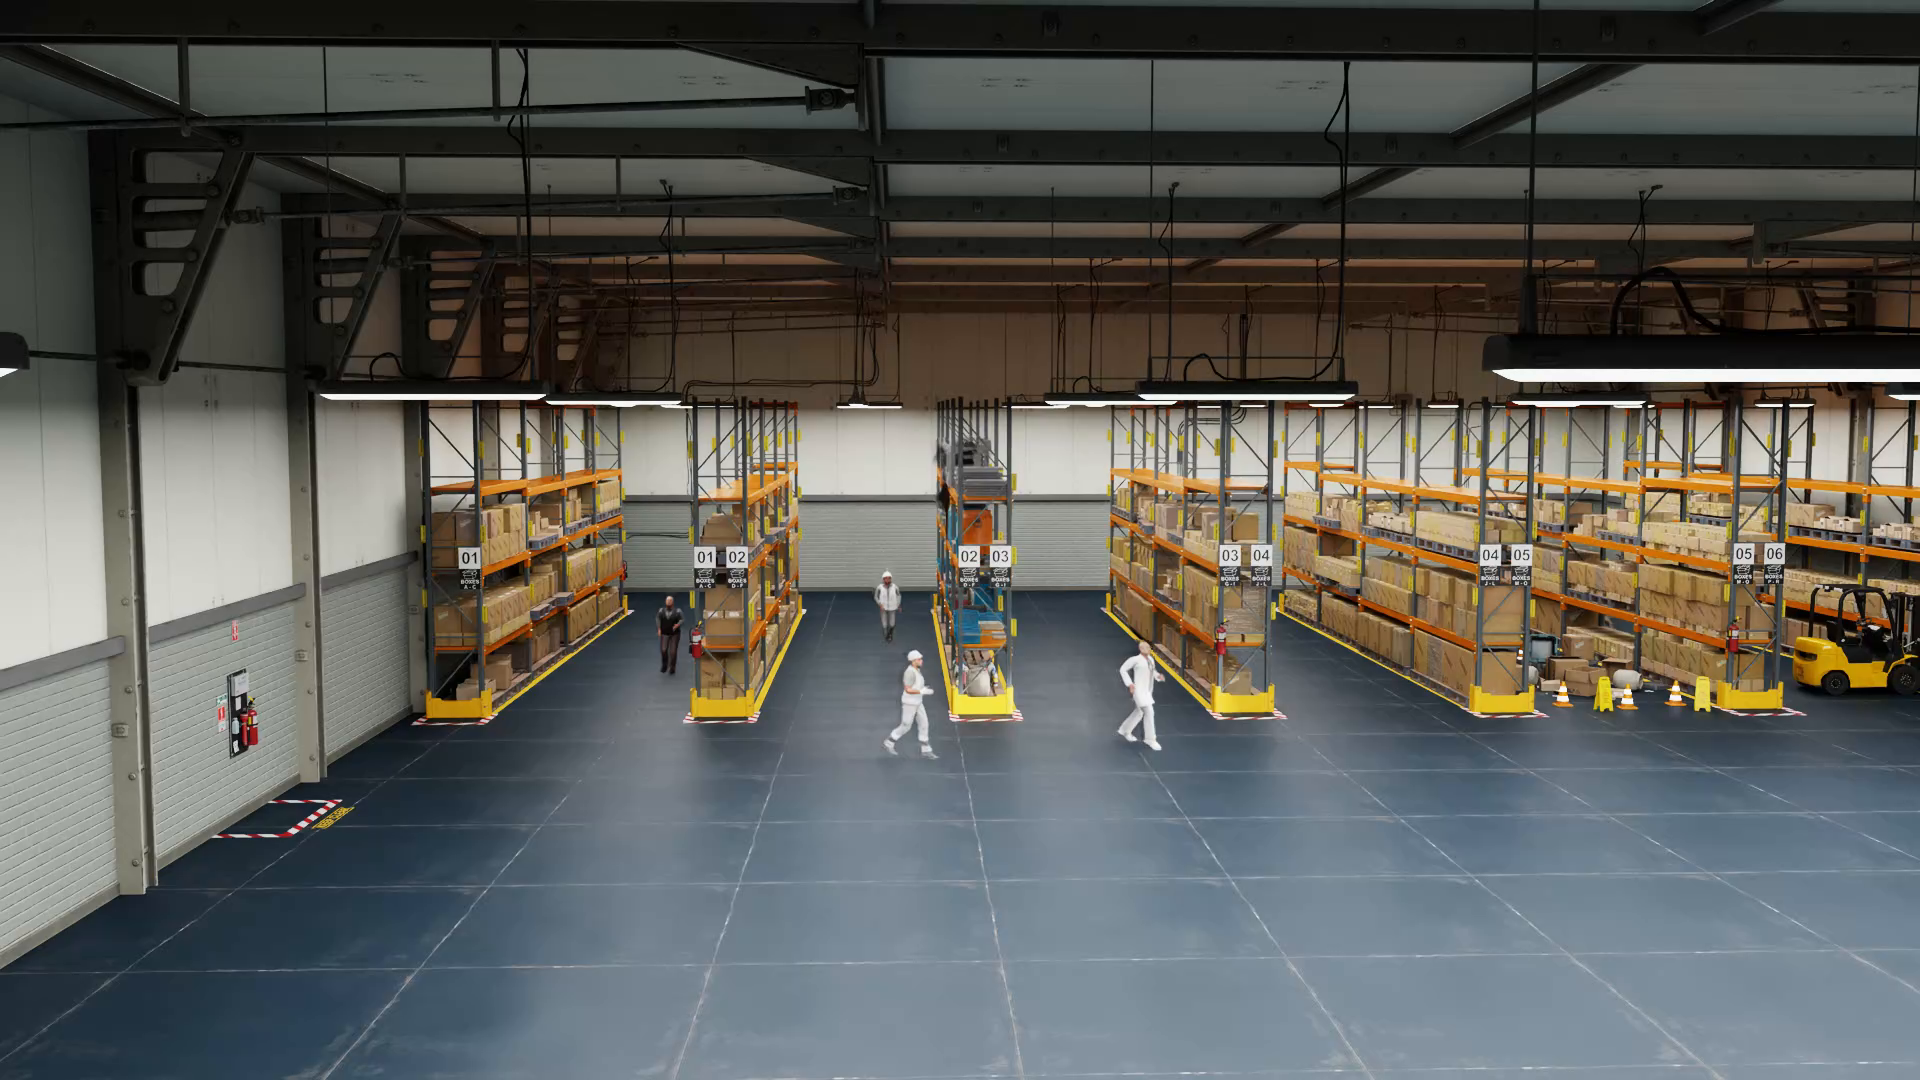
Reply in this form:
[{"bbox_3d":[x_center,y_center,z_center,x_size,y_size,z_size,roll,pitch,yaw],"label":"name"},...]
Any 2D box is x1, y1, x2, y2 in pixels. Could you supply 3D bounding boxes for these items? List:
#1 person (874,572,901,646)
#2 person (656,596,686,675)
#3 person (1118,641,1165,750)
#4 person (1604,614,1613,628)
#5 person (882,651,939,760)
[{"bbox_3d":[-1.670,1.598,38.565,0.646,1.731,0.559,-1,4,-8],"label":"person"},{"bbox_3d":[-6.299,2.078,36.152,0.661,1.708,0.677,0,4,-4],"label":"person"},{"bbox_3d":[3.102,2.636,28.480,0.919,1.828,0.694,3,5,35],"label":"person"},{"bbox_3d":[16.312,1.623,42.351,0.663,1.704,0.733,-1,4,-7],"label":"person"},{"bbox_3d":[-0.818,2.712,27.332,0.942,1.805,0.622,1,5,17],"label":"person"}]
